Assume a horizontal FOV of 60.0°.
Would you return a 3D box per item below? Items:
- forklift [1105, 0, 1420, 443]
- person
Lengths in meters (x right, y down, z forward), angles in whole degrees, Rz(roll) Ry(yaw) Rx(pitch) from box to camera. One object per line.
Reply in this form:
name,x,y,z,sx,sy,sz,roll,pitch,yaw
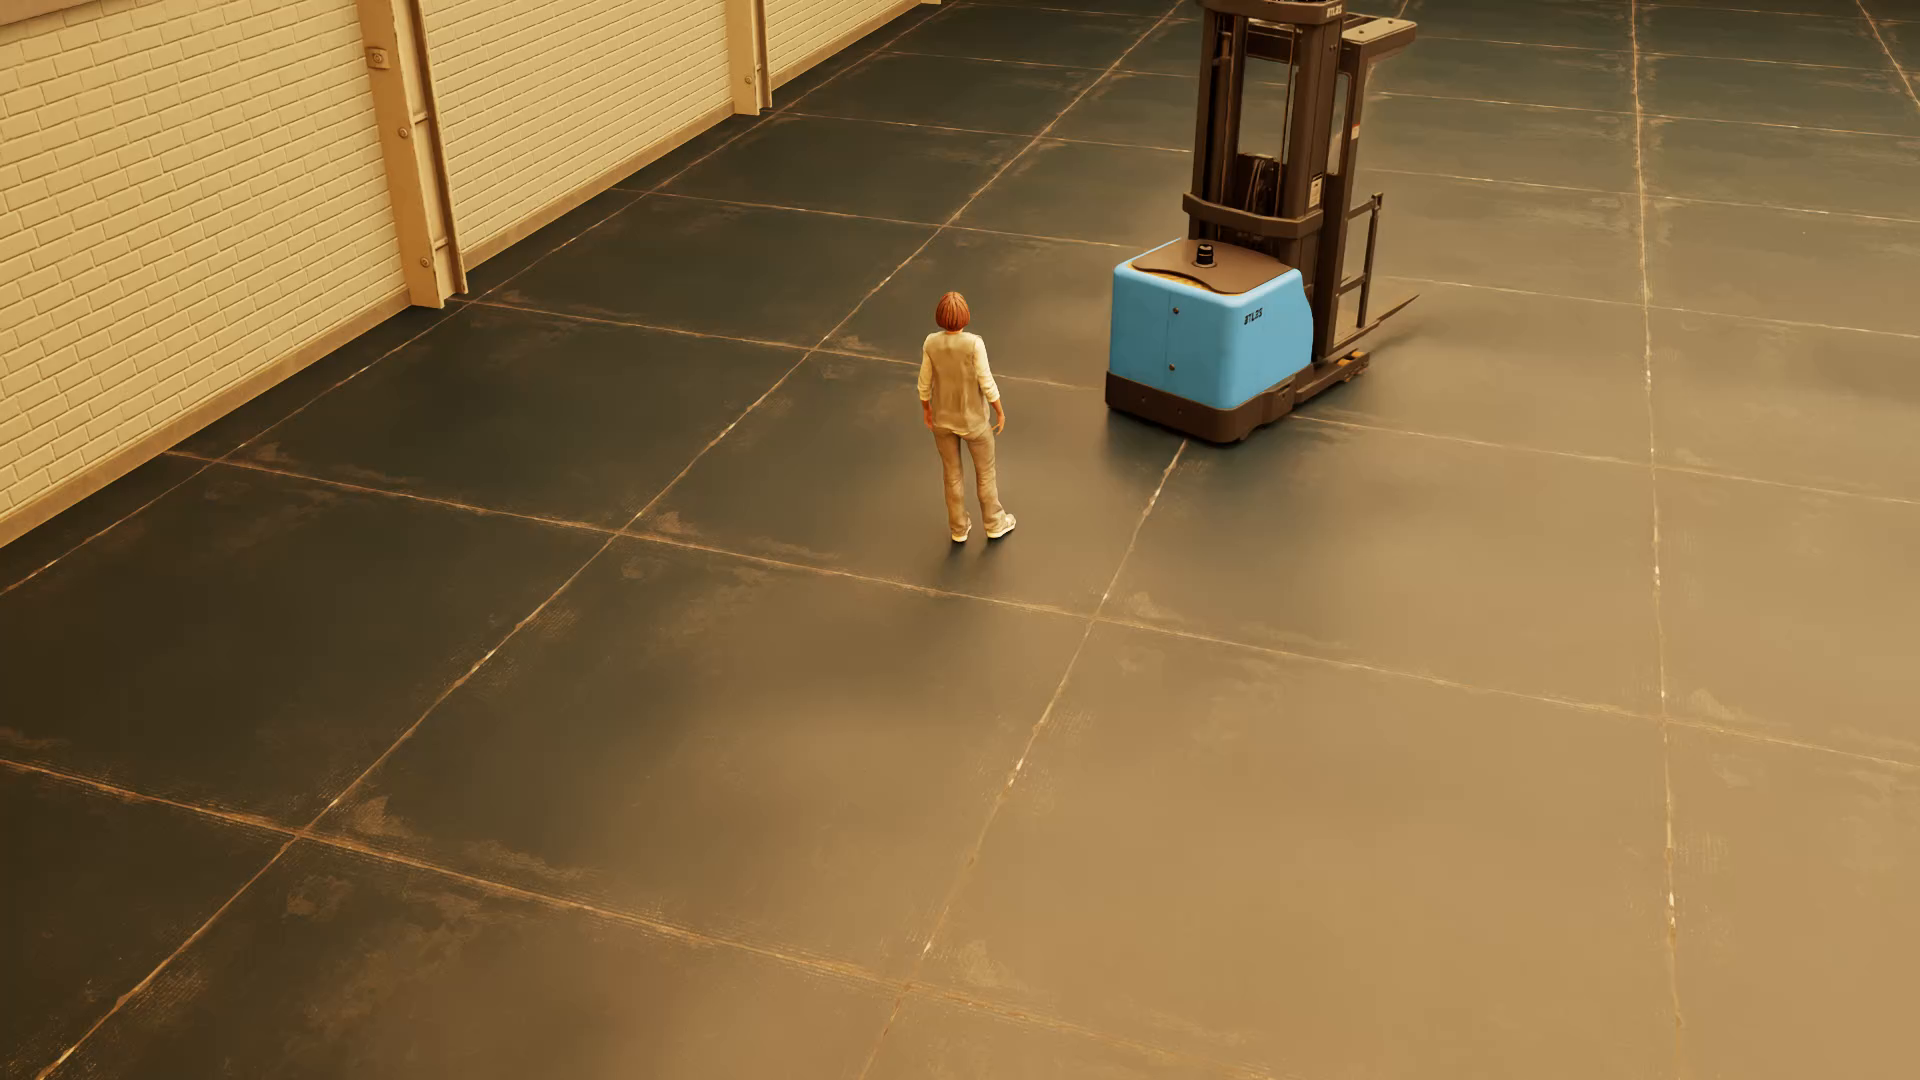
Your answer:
forklift,2.365,-2.571,11.647,1.130,2.935,3.031,23,37,35
person,0.037,-0.733,9.755,0.521,1.599,0.473,10,31,16
